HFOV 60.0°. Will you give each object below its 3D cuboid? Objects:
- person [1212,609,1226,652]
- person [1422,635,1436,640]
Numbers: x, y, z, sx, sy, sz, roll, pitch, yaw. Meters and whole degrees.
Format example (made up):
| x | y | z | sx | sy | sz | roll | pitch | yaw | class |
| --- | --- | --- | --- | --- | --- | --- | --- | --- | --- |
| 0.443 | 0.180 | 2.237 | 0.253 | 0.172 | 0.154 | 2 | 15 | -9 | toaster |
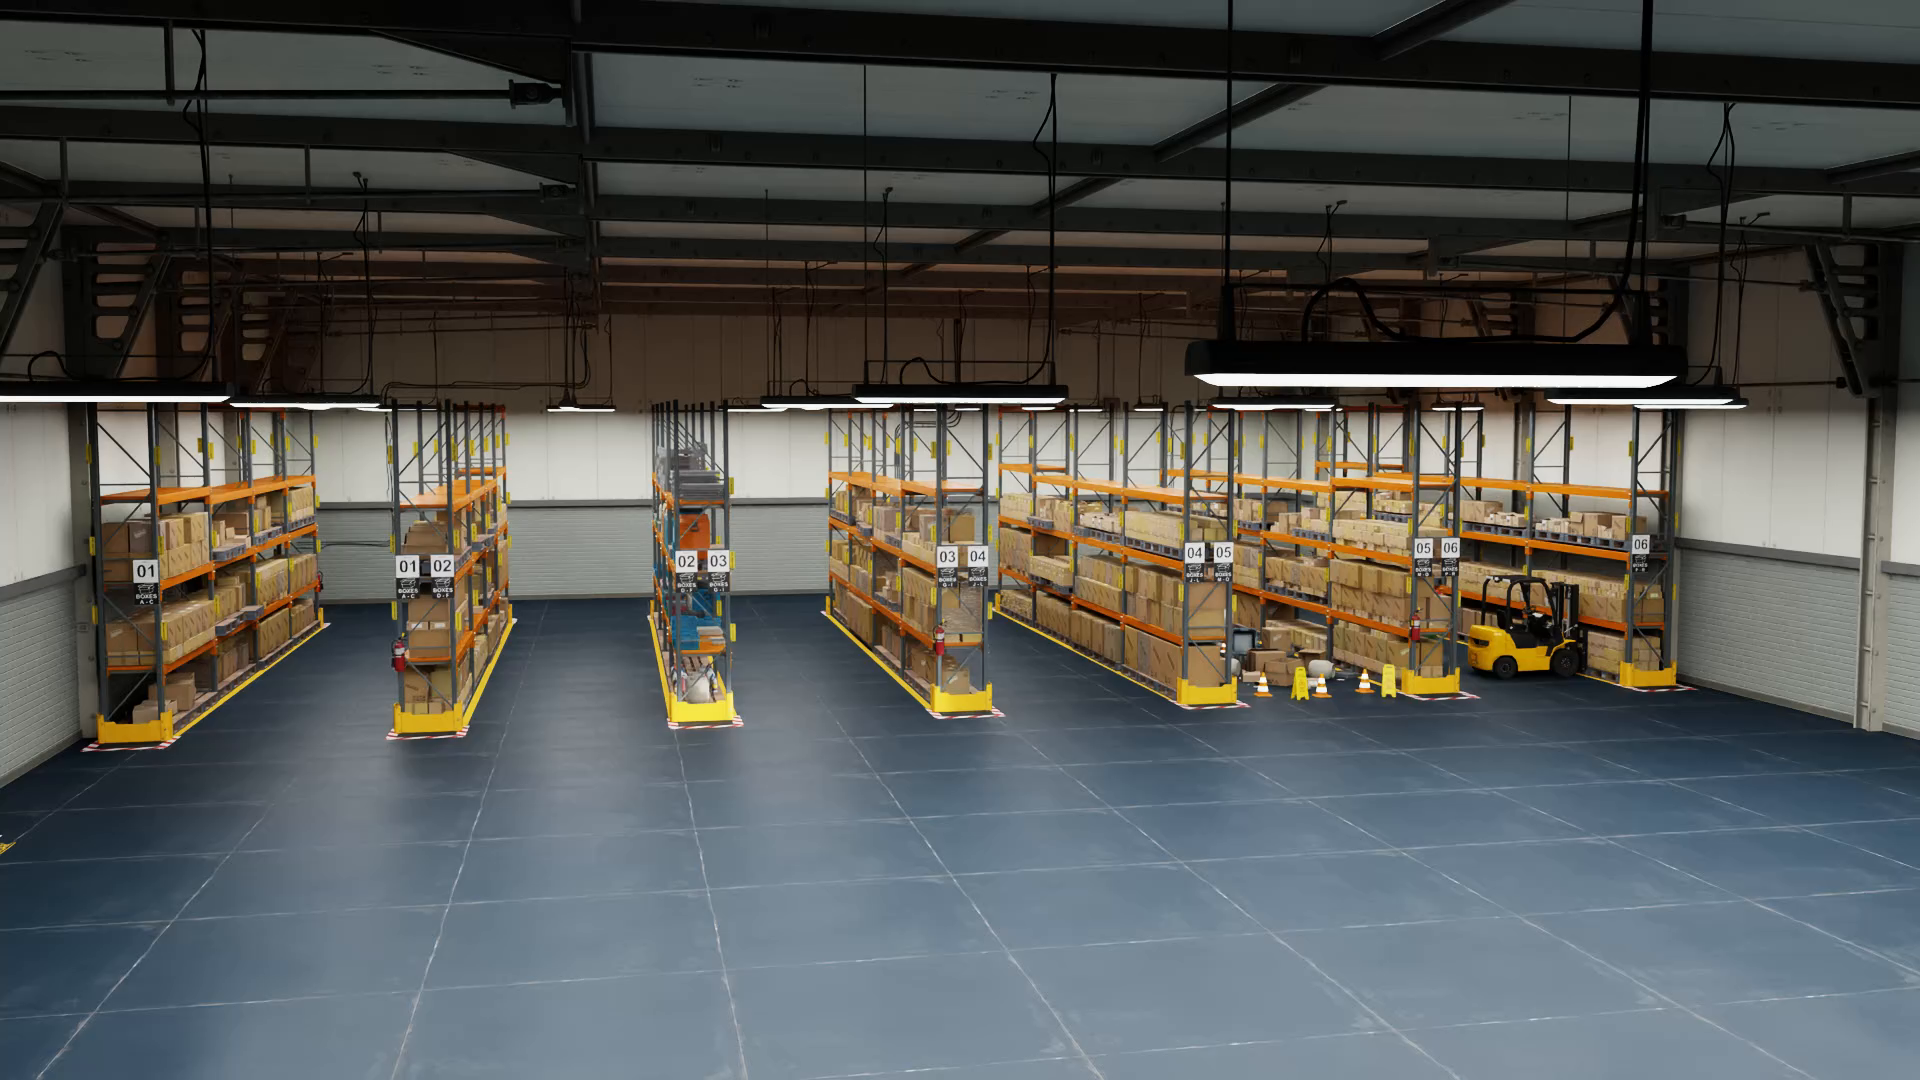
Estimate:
| x | y | z | sx | sy | sz | roll | pitch | yaw | class |
| --- | --- | --- | --- | --- | --- | --- | --- | --- | --- |
| 6.233 | 1.901 | 39.972 | 0.528 | 1.699 | 0.424 | -4 | 6 | -40 | person |
| 10.942 | 1.956 | 38.505 | 0.616 | 1.754 | 0.692 | -3 | 5 | -34 | person |
